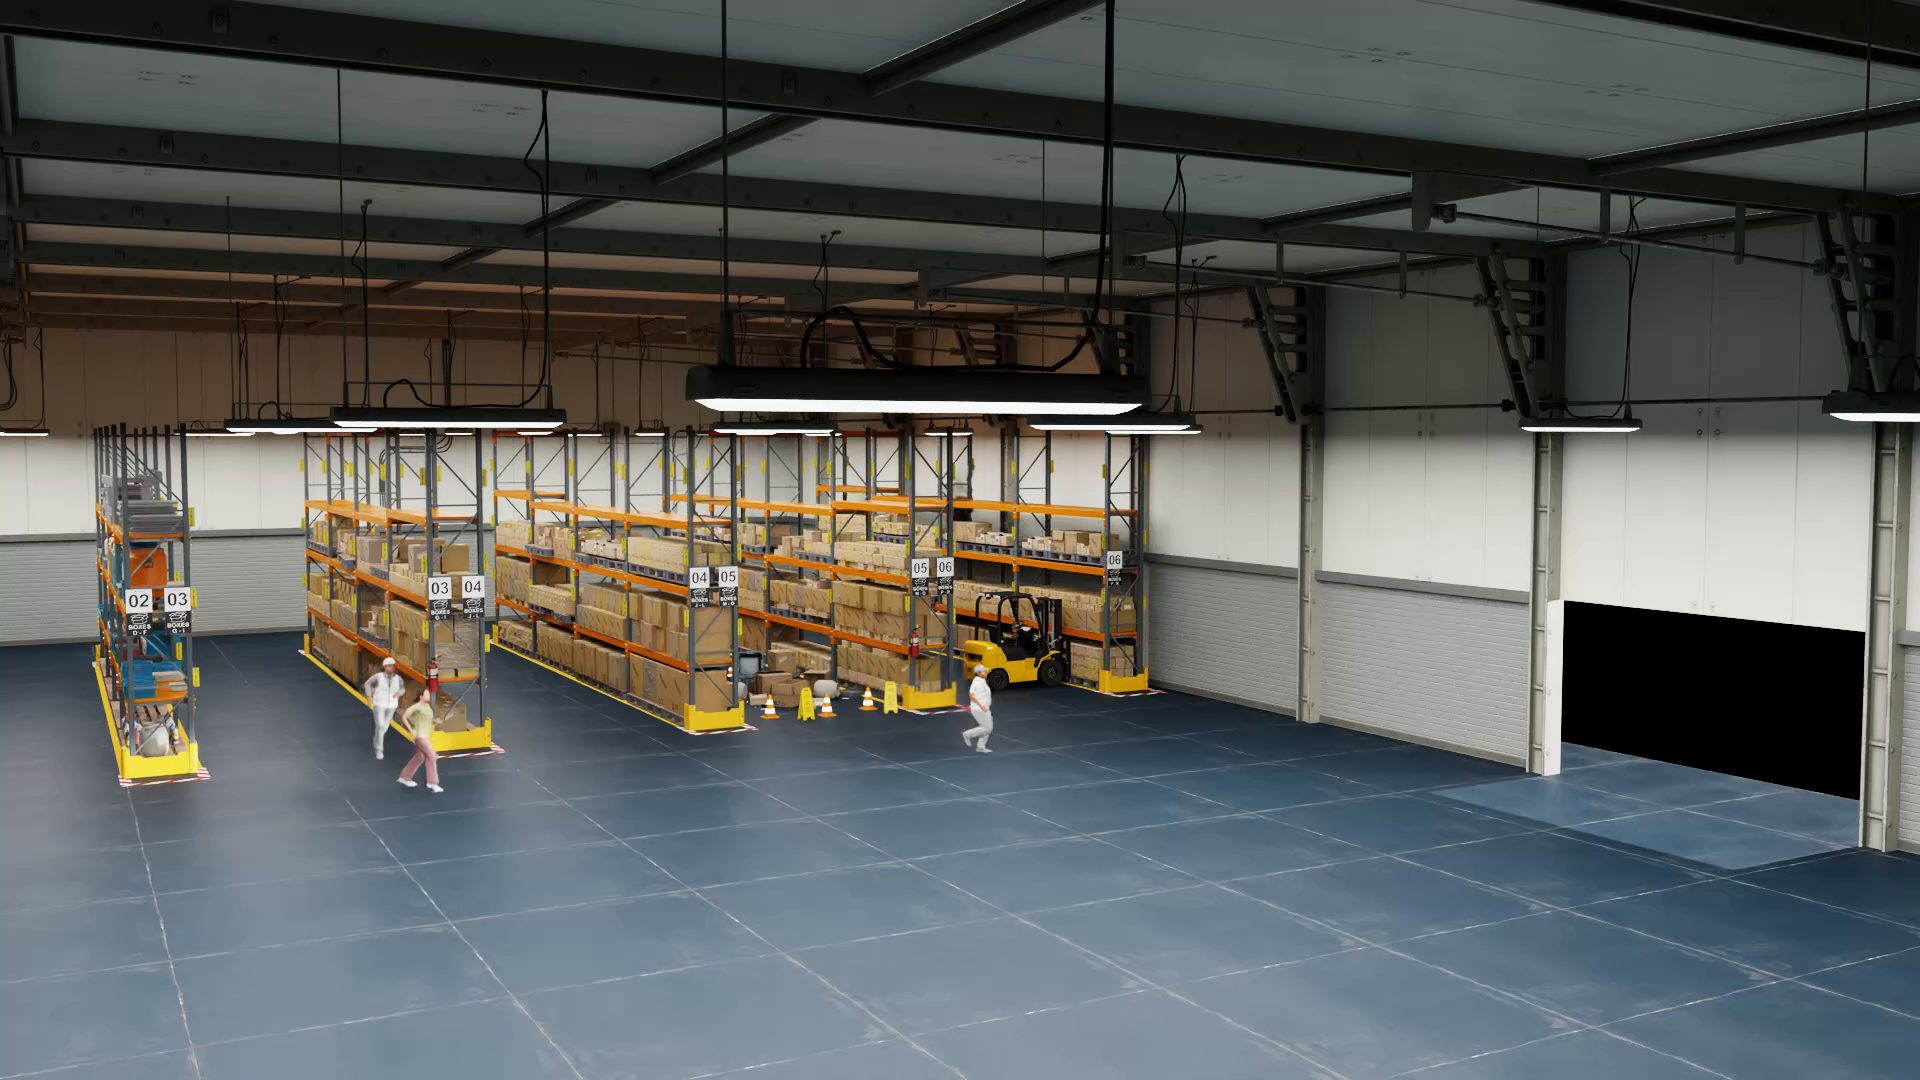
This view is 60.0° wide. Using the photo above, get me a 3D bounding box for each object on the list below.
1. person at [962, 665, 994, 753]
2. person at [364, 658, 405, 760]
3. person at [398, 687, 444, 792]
[{"bbox_3d":[0.334,3.080,30.360,0.562,1.622,0.609,1,3,9],"label":"person"},{"bbox_3d":[-10.412,3.016,30.177,0.666,1.776,0.905,-3,4,-38],"label":"person"},{"bbox_3d":[-8.794,3.247,27.100,0.787,1.716,0.571,0,3,0],"label":"person"}]
